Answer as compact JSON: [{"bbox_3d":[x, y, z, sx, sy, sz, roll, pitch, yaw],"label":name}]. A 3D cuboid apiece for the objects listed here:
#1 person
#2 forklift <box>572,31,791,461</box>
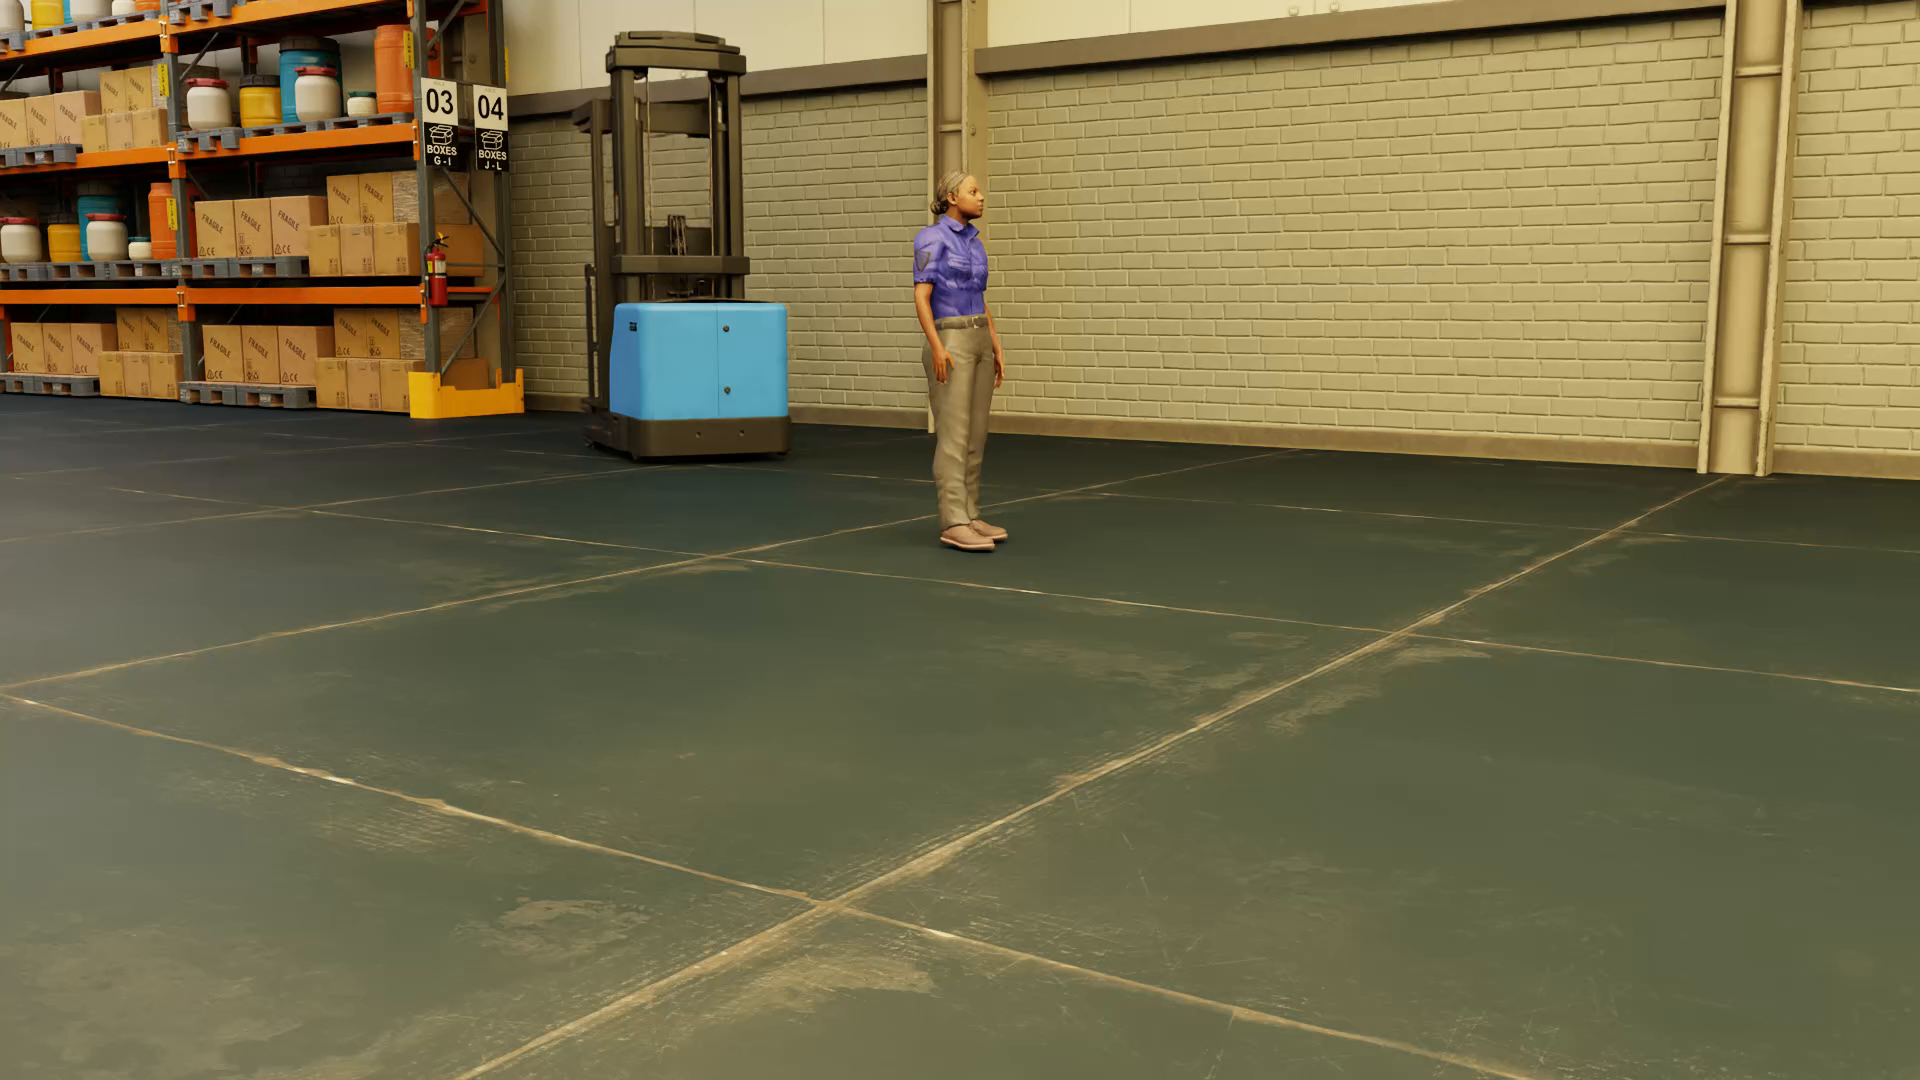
[{"bbox_3d":[0.061,-0.817,7.421,0.504,1.654,0.569,5,10,34],"label":"person"},{"bbox_3d":[-2.208,-2.149,12.304,1.130,2.935,3.031,-4,9,-23],"label":"forklift"}]
